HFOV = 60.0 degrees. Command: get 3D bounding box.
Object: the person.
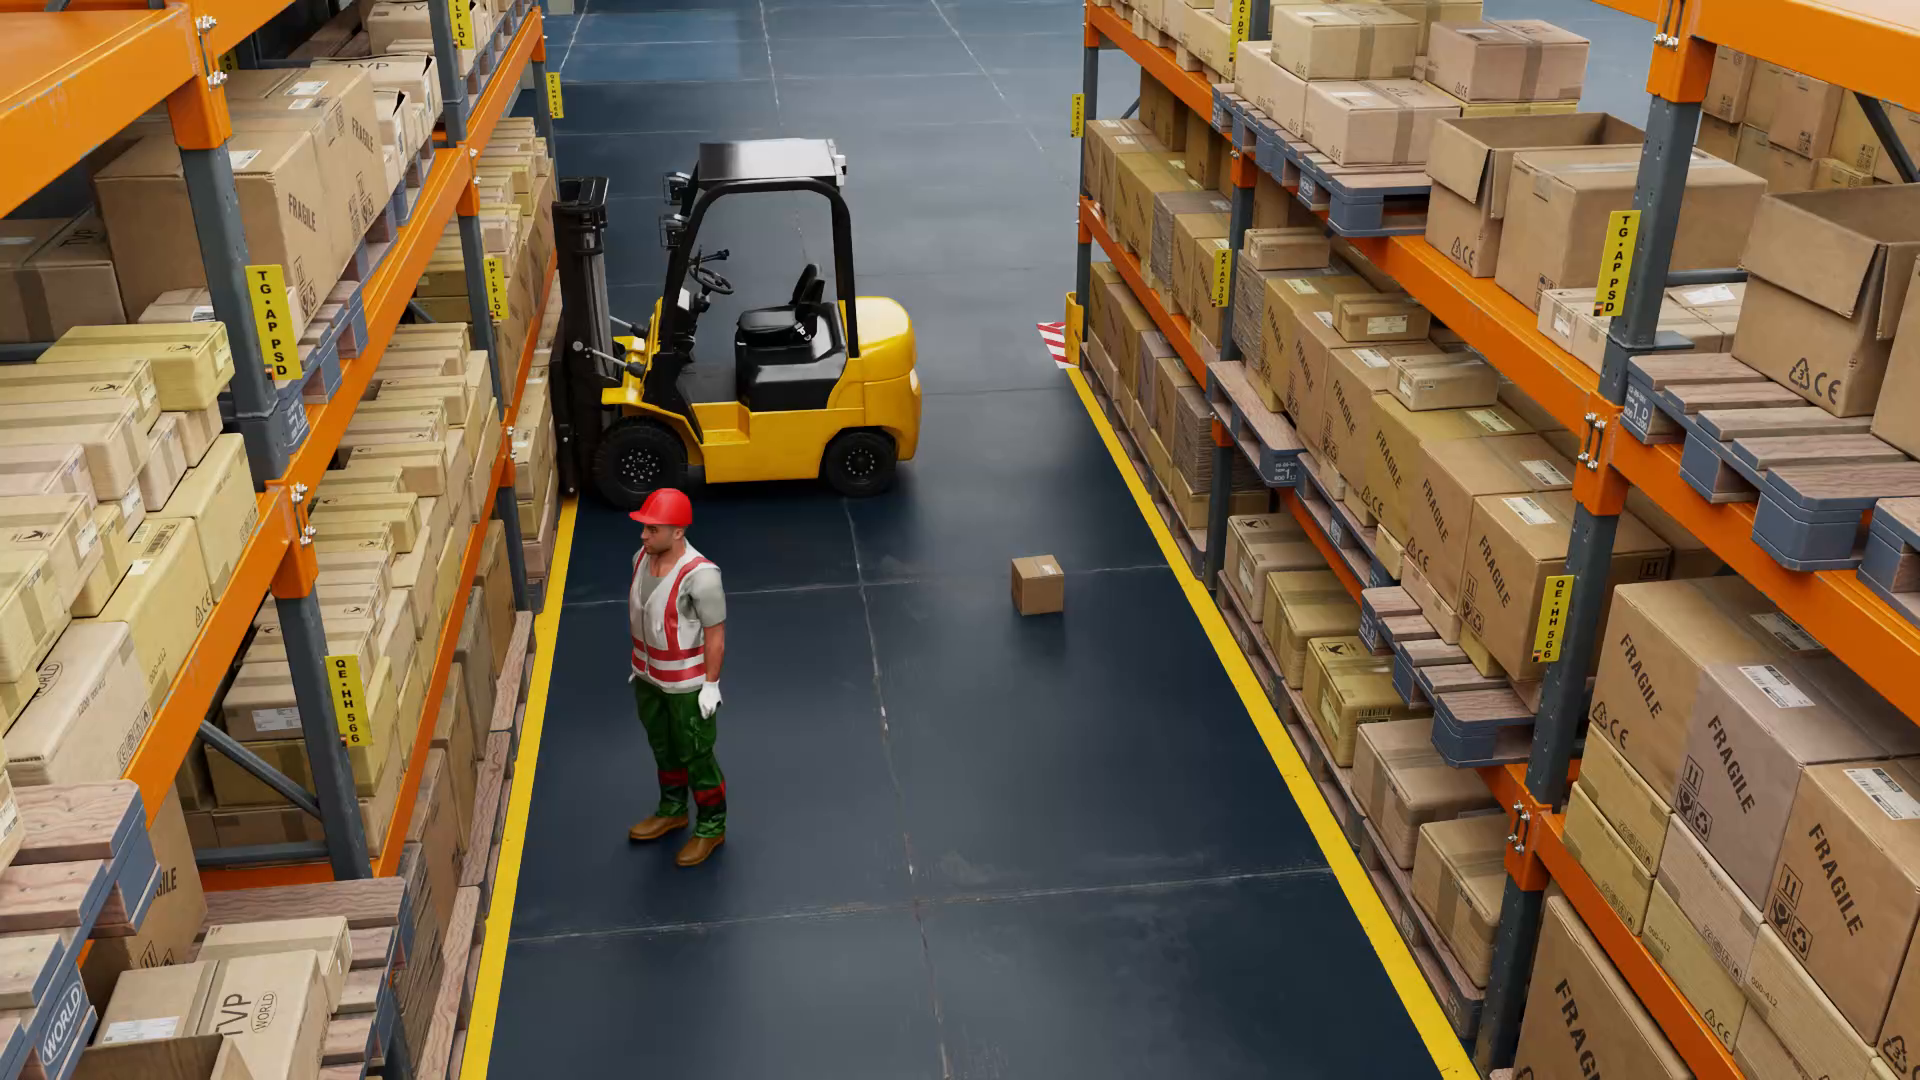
[{"bbox_3d":[-1.281,0.607,7.389,0.544,1.795,0.373,22,34,36],"label":"person"}]
